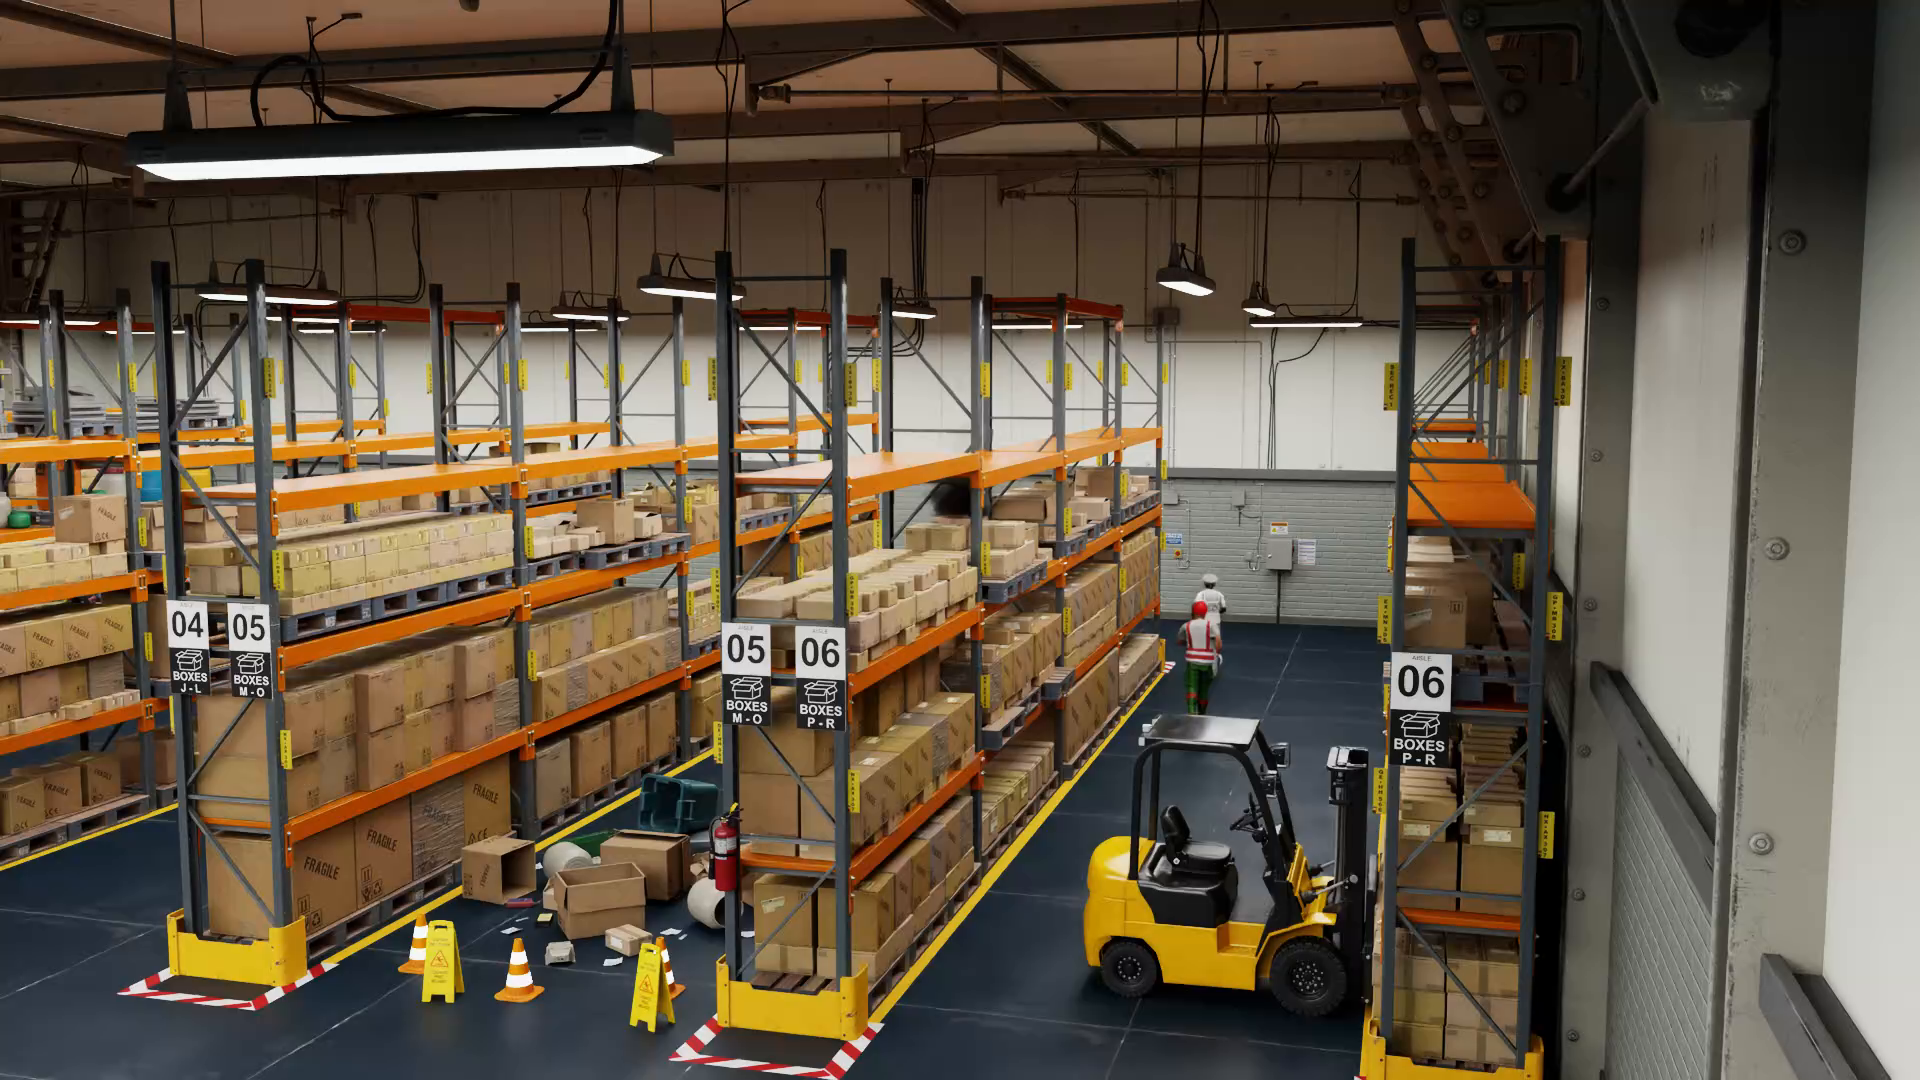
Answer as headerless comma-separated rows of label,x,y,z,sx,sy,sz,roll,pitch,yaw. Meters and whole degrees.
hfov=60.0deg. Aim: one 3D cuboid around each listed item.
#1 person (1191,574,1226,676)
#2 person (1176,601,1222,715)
person,4.095,1.444,27.456,0.602,1.759,0.721,0,6,0
person,3.396,1.749,23.630,0.661,1.769,0.993,1,6,12
